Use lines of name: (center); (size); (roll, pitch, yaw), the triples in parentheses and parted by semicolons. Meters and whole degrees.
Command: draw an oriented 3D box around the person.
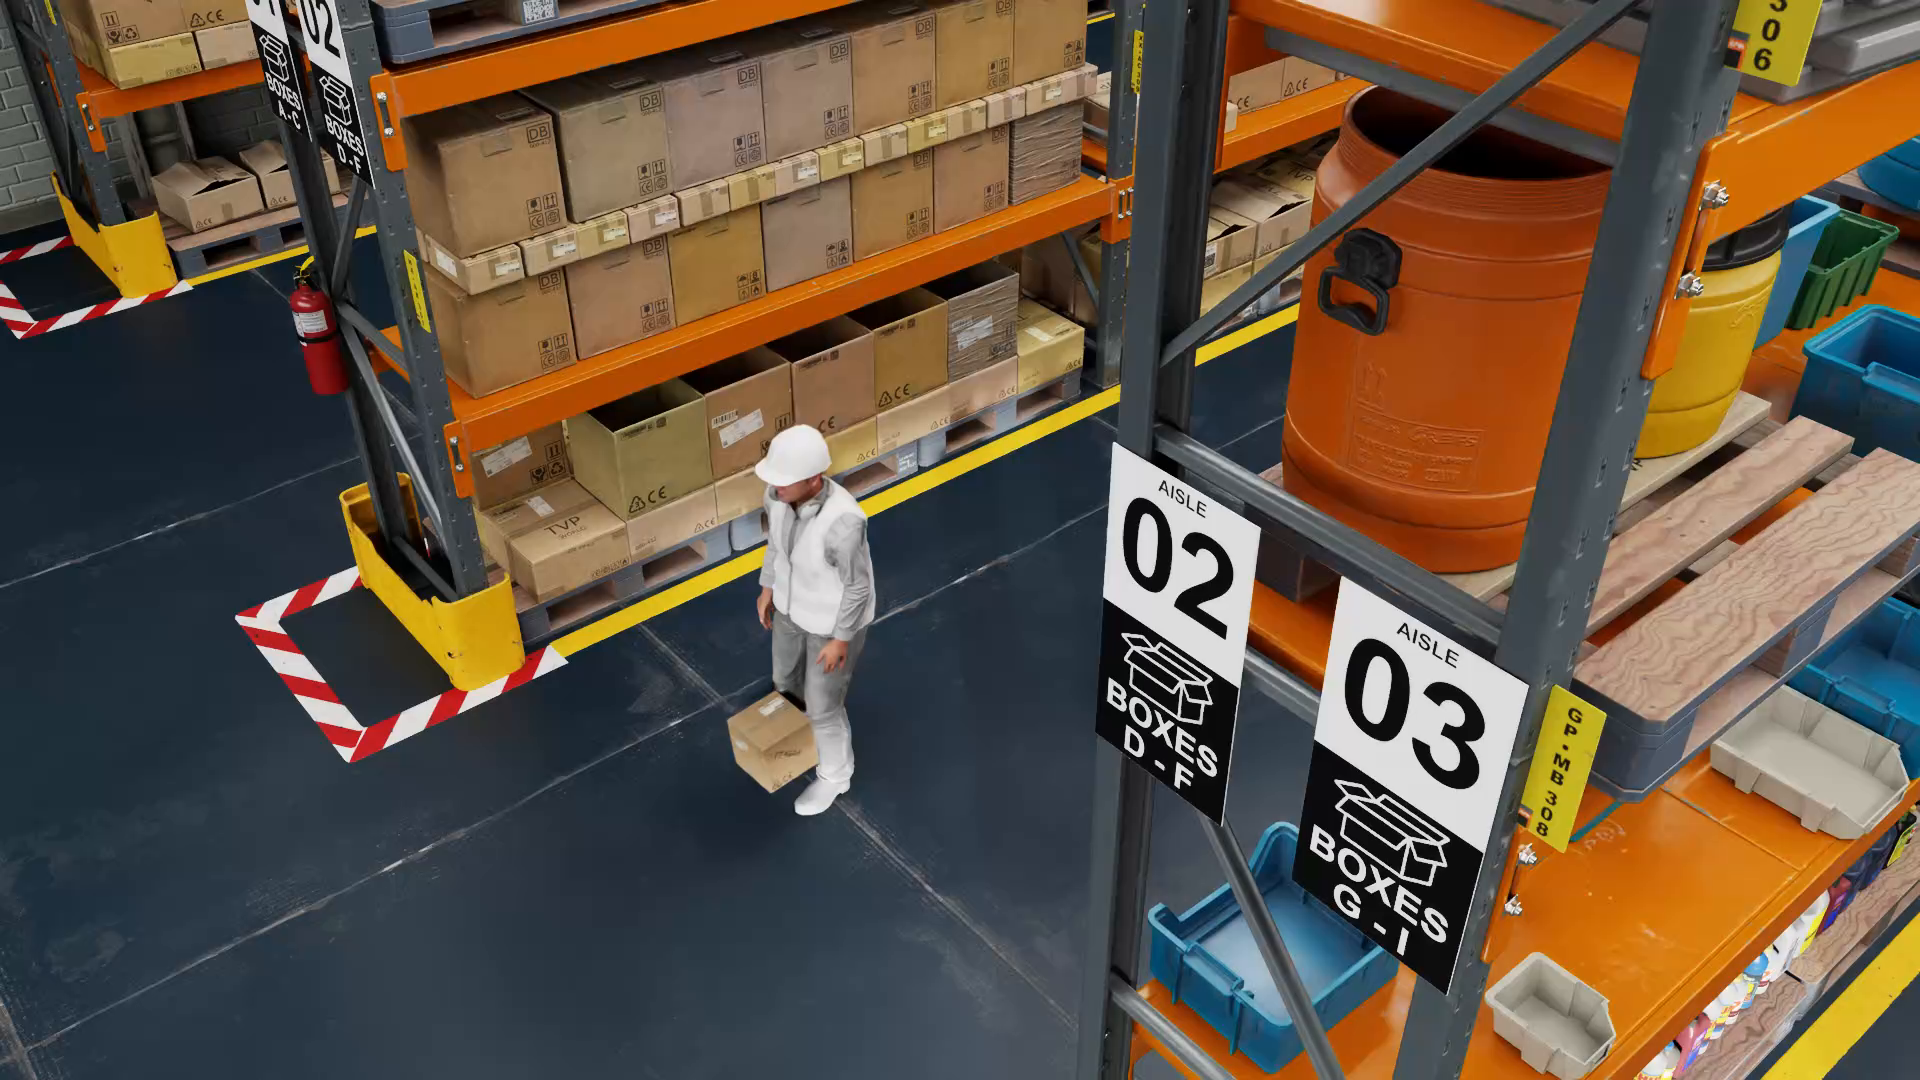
person: (-0.586, 0.295, 6.644); (0.461, 1.772, 0.580); (-26, 43, -31)
